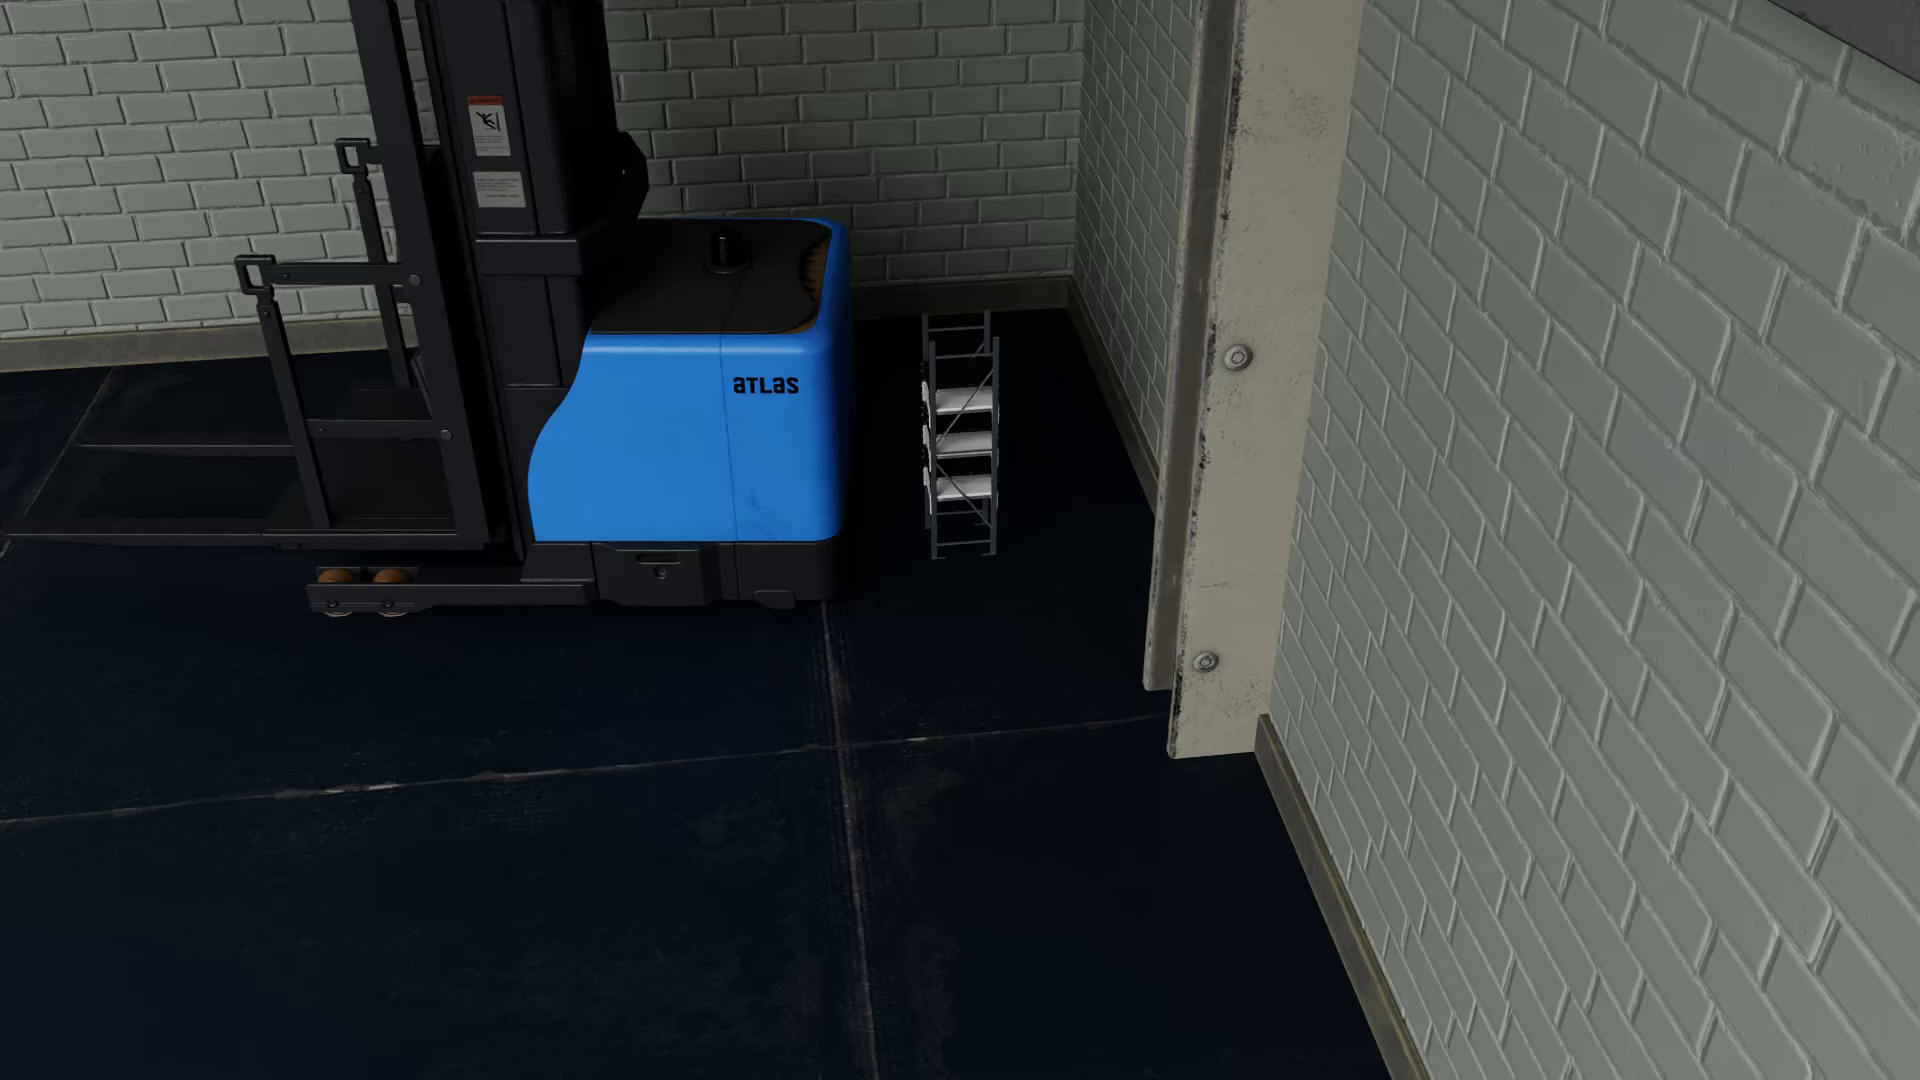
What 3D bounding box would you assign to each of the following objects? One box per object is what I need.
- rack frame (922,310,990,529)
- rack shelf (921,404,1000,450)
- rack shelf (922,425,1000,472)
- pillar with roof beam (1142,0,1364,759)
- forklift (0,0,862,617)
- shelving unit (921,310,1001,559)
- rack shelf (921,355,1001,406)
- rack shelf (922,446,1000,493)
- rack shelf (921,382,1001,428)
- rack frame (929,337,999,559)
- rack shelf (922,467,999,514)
[{"bbox_3d":[-0.013,-0.424,6.073,0.240,0.900,0.006,-4,35,-6],"label":"rack frame"},{"bbox_3d":[0.001,-0.414,5.958,0.258,0.077,0.200,-4,35,-6],"label":"rack shelf"},{"bbox_3d":[0.001,-0.340,6.009,0.258,0.077,0.200,-4,35,-6],"label":"rack shelf"},{"bbox_3d":[-3.477,-2.826,2.405,9.100,9.000,0.400,-4,35,-6],"label":"pillar with roof beam"},{"bbox_3d":[-1.905,-1.239,5.465,3.031,2.935,1.130,0,34,0],"label":"forklift"},{"bbox_3d":[0.001,-0.367,5.990,0.258,0.900,0.210,-4,35,-6],"label":"shelving unit"},{"bbox_3d":[0.001,-0.563,5.857,0.258,0.077,0.200,-4,35,-6],"label":"rack shelf"},{"bbox_3d":[0.001,-0.265,6.059,0.258,0.077,0.200,-4,35,-6],"label":"rack shelf"},{"bbox_3d":[0.001,-0.489,5.907,0.258,0.077,0.200,-4,35,-6],"label":"rack shelf"},{"bbox_3d":[0.015,-0.311,5.907,0.240,0.900,0.006,-4,35,-6],"label":"rack frame"},{"bbox_3d":[0.001,-0.191,6.110,0.258,0.077,0.200,-4,35,-6],"label":"rack shelf"}]
